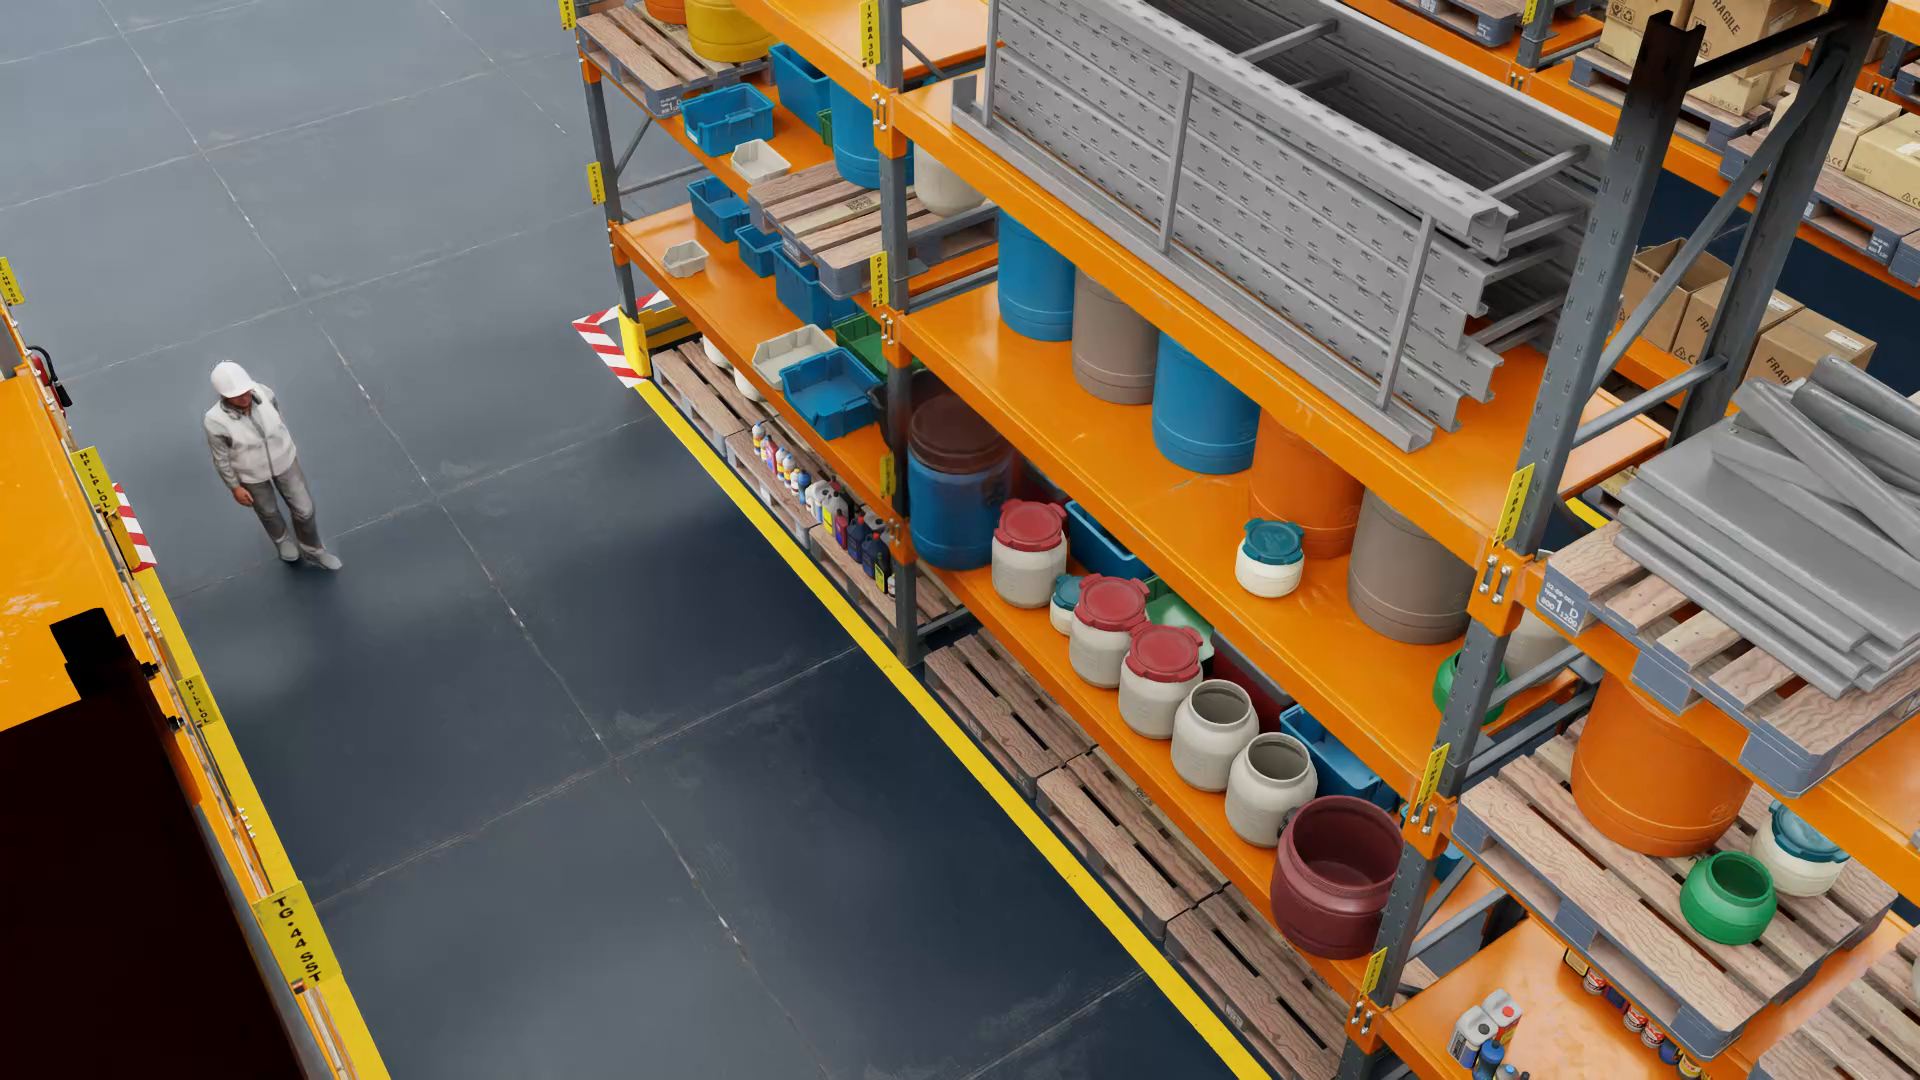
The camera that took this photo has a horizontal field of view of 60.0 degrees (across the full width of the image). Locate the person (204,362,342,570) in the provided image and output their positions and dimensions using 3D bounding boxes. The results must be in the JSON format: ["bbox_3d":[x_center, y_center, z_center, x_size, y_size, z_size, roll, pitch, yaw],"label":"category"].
[{"bbox_3d":[-4.642,-0.477,11.011,0.535,1.820,0.574,-28,49,-27],"label":"person"}]
